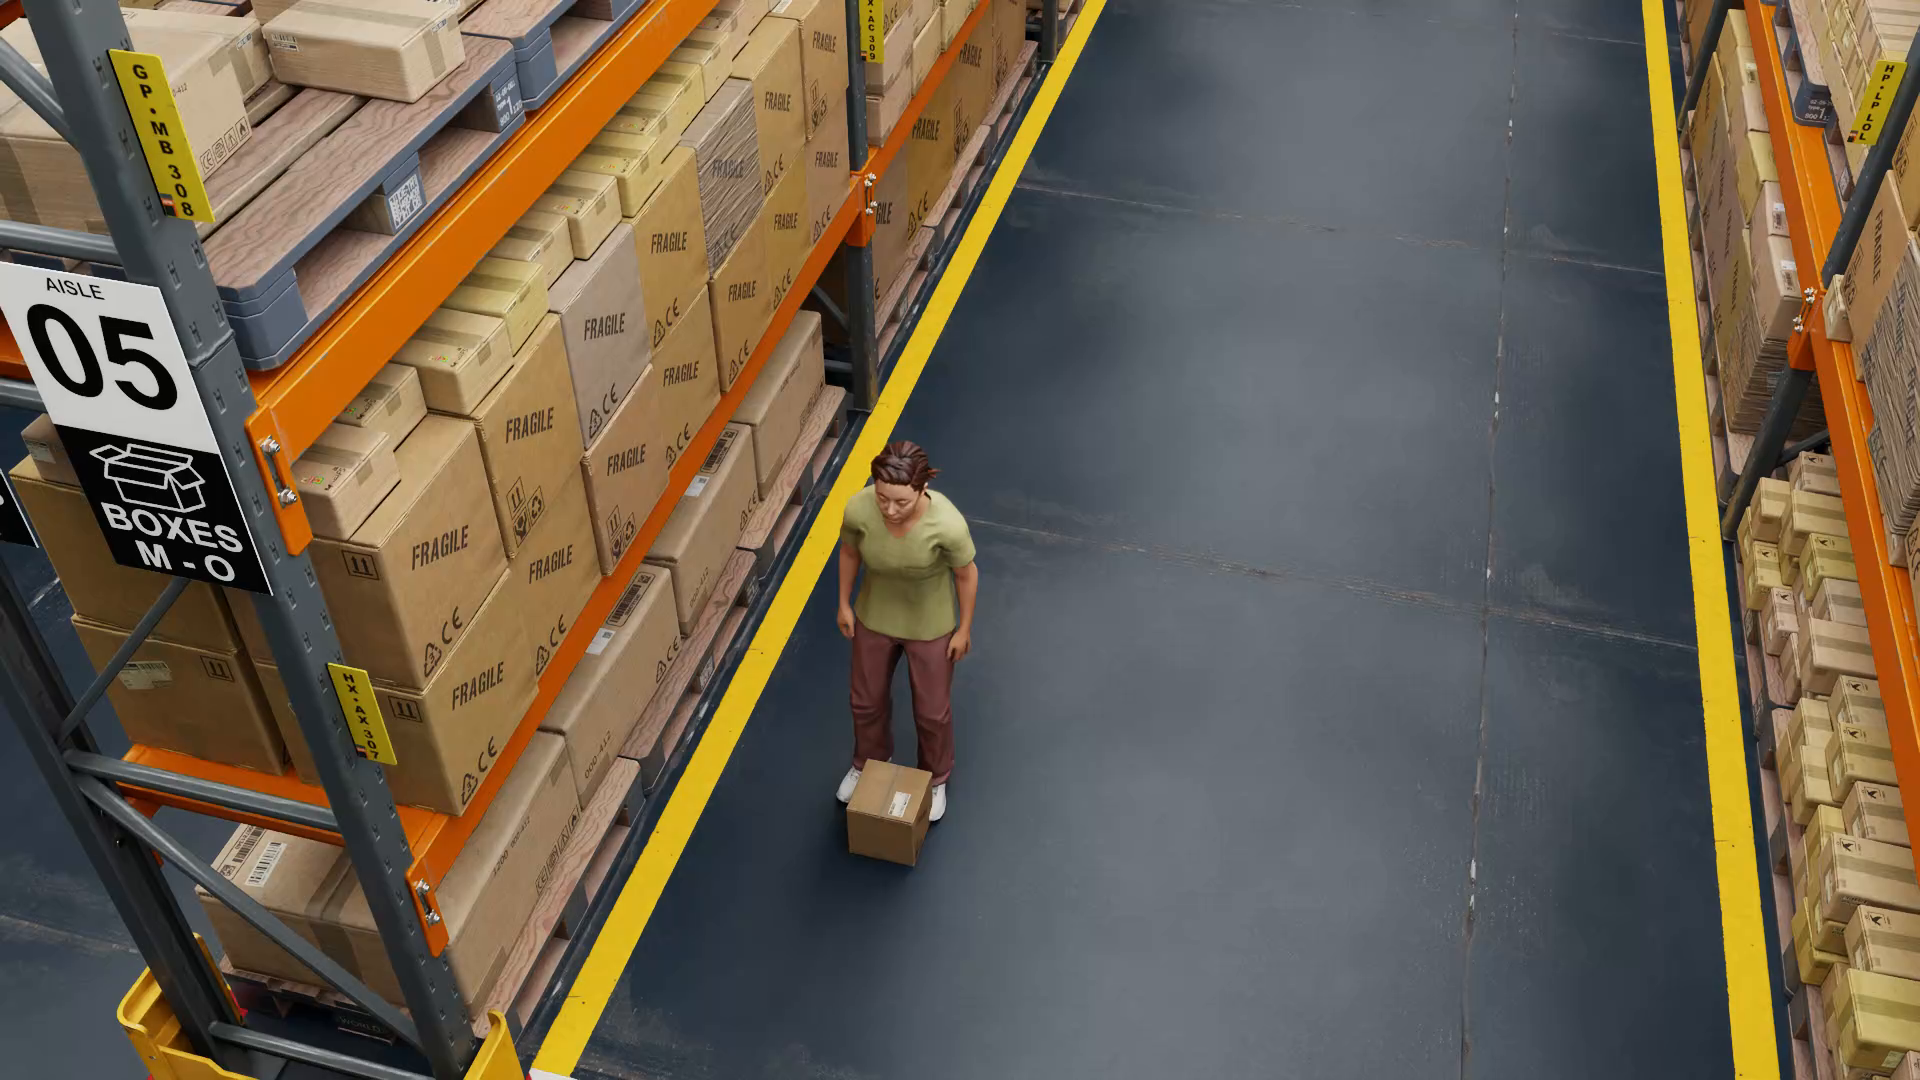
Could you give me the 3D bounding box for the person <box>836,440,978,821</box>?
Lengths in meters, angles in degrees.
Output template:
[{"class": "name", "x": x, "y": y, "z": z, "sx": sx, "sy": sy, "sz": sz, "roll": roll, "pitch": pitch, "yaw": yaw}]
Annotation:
[{"class": "person", "x": -0.196, "y": 0.303, "z": 5.813, "sx": 0.496, "sy": 1.672, "sz": 0.360, "roll": 10, "pitch": 42, "yaw": 12}]
